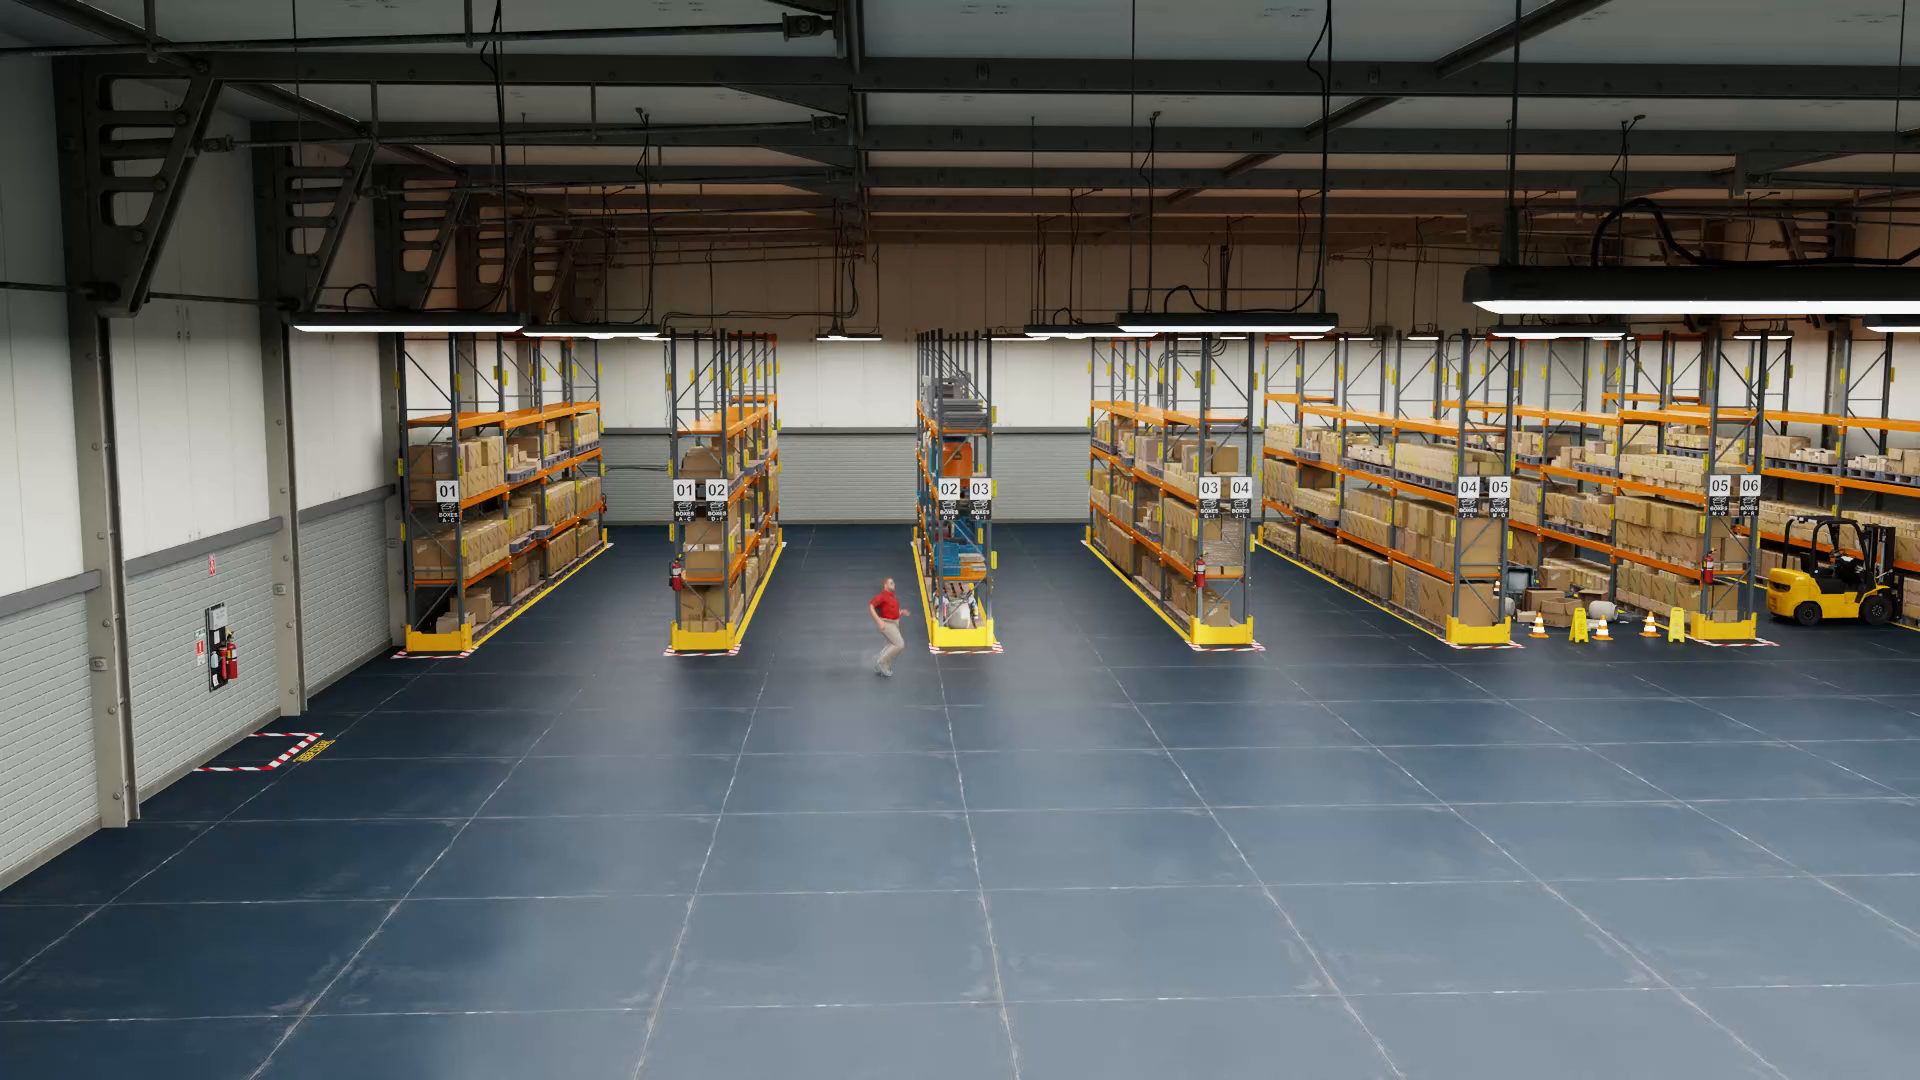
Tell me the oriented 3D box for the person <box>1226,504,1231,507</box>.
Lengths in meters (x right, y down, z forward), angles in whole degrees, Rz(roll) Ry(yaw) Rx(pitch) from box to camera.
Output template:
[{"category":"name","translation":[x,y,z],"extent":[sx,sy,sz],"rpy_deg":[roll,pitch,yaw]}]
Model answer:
[{"category":"person","translation":[7.467,-0.665,46.957],"extent":[0.703,1.802,0.783],"rpy_deg":[2,7,14]}]

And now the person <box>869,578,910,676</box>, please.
[{"category":"person","translation":[-1.182,1.499,28.705],"extent":[0.651,1.693,0.647],"rpy_deg":[2,7,17]}]
